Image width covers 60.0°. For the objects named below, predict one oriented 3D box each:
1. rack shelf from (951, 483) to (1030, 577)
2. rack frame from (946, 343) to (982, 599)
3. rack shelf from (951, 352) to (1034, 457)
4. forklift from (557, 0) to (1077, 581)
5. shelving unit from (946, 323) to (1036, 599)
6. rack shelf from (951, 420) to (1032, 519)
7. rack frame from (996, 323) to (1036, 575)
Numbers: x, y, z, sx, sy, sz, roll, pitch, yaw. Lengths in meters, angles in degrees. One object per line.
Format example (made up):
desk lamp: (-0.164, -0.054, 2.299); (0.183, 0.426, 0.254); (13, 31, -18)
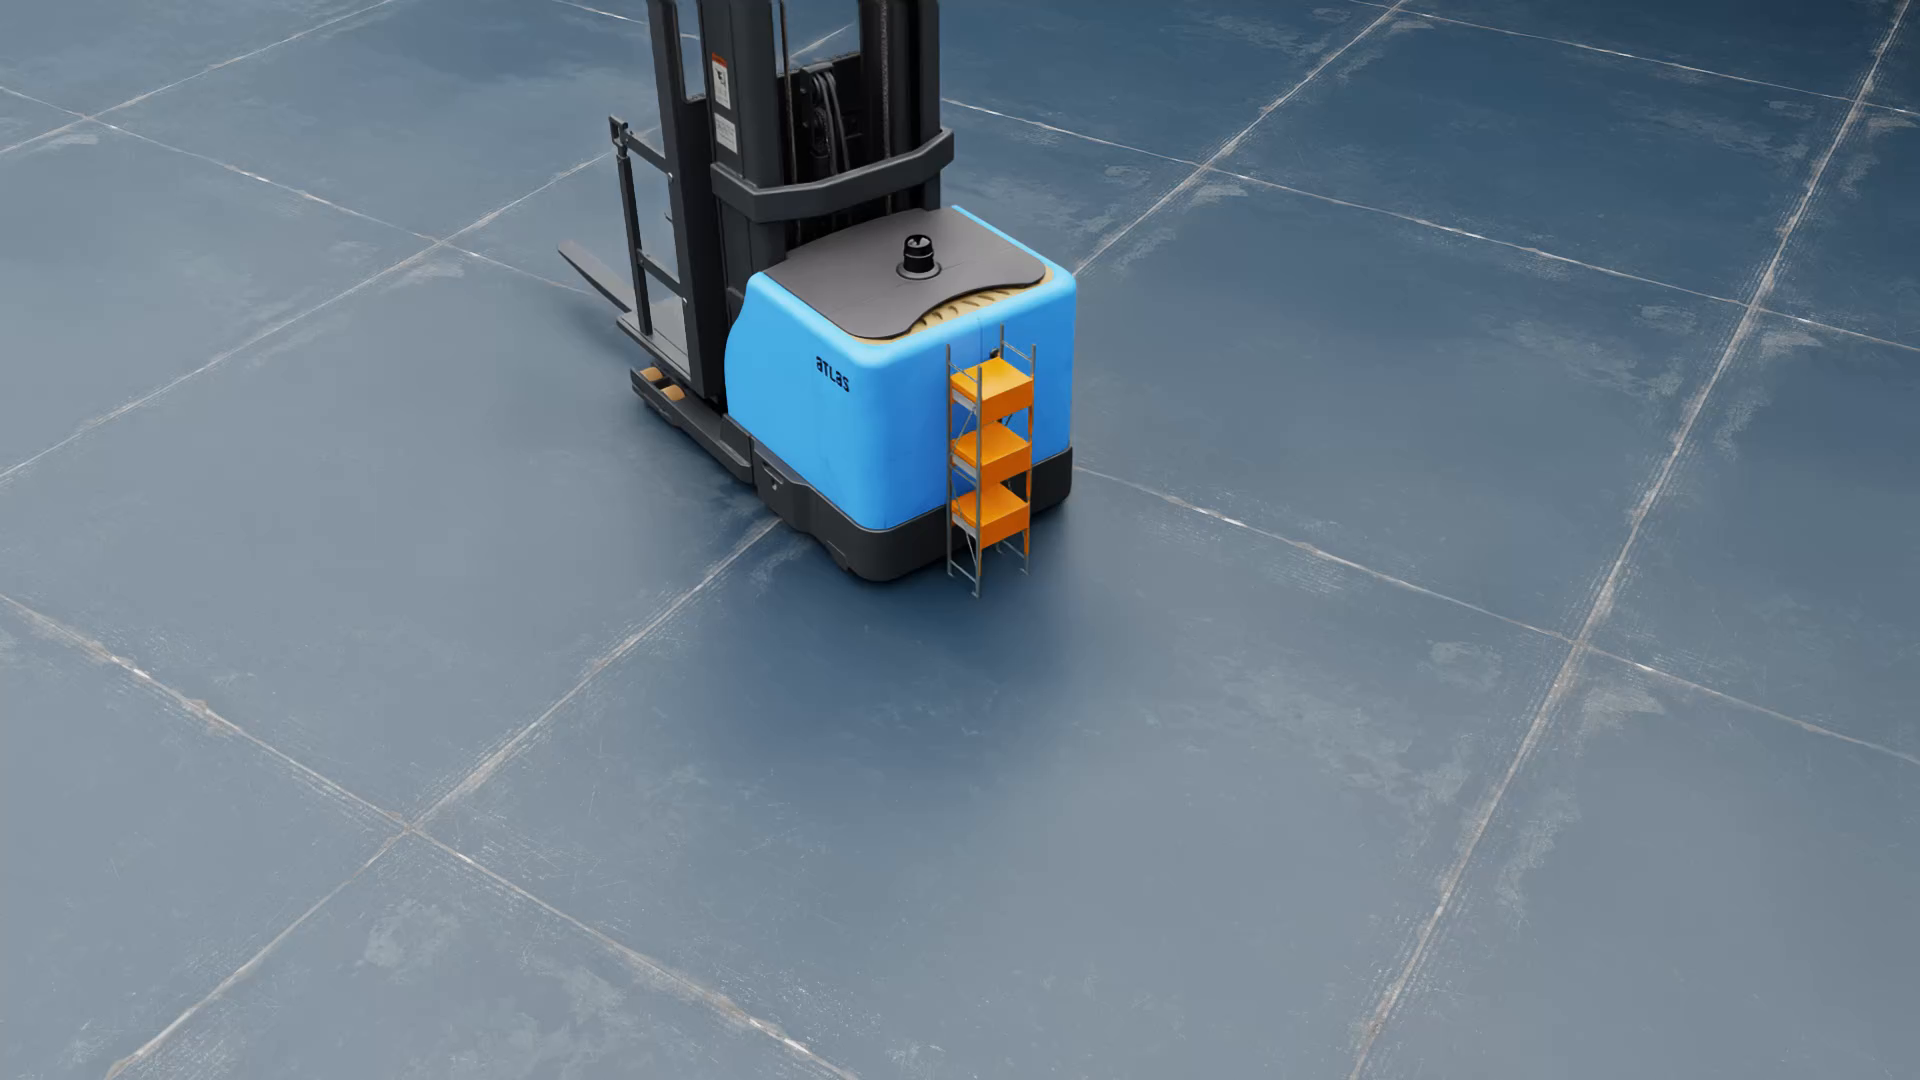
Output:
rack shelf: (0.110, -0.053, 6.432); (0.240, 0.259, 0.215); (-25, 44, -29)
rack frame: (0.013, -0.237, 6.197); (0.008, 1.050, 0.200); (-25, 44, -29)
rack shelf: (0.110, -0.498, 6.089); (0.240, 0.259, 0.215); (-25, 44, -29)
forklift: (-0.831, -1.847, 6.745); (1.130, 2.935, 3.031); (-25, 44, -29)
shelving unit: (0.110, -0.282, 6.256); (0.252, 1.050, 0.215); (-25, 44, -29)
rack shelf: (0.110, -0.273, 6.262); (0.240, 0.259, 0.215); (-25, 44, -29)
rack frame: (0.207, -0.327, 6.314); (0.008, 1.050, 0.200); (-25, 44, -29)
